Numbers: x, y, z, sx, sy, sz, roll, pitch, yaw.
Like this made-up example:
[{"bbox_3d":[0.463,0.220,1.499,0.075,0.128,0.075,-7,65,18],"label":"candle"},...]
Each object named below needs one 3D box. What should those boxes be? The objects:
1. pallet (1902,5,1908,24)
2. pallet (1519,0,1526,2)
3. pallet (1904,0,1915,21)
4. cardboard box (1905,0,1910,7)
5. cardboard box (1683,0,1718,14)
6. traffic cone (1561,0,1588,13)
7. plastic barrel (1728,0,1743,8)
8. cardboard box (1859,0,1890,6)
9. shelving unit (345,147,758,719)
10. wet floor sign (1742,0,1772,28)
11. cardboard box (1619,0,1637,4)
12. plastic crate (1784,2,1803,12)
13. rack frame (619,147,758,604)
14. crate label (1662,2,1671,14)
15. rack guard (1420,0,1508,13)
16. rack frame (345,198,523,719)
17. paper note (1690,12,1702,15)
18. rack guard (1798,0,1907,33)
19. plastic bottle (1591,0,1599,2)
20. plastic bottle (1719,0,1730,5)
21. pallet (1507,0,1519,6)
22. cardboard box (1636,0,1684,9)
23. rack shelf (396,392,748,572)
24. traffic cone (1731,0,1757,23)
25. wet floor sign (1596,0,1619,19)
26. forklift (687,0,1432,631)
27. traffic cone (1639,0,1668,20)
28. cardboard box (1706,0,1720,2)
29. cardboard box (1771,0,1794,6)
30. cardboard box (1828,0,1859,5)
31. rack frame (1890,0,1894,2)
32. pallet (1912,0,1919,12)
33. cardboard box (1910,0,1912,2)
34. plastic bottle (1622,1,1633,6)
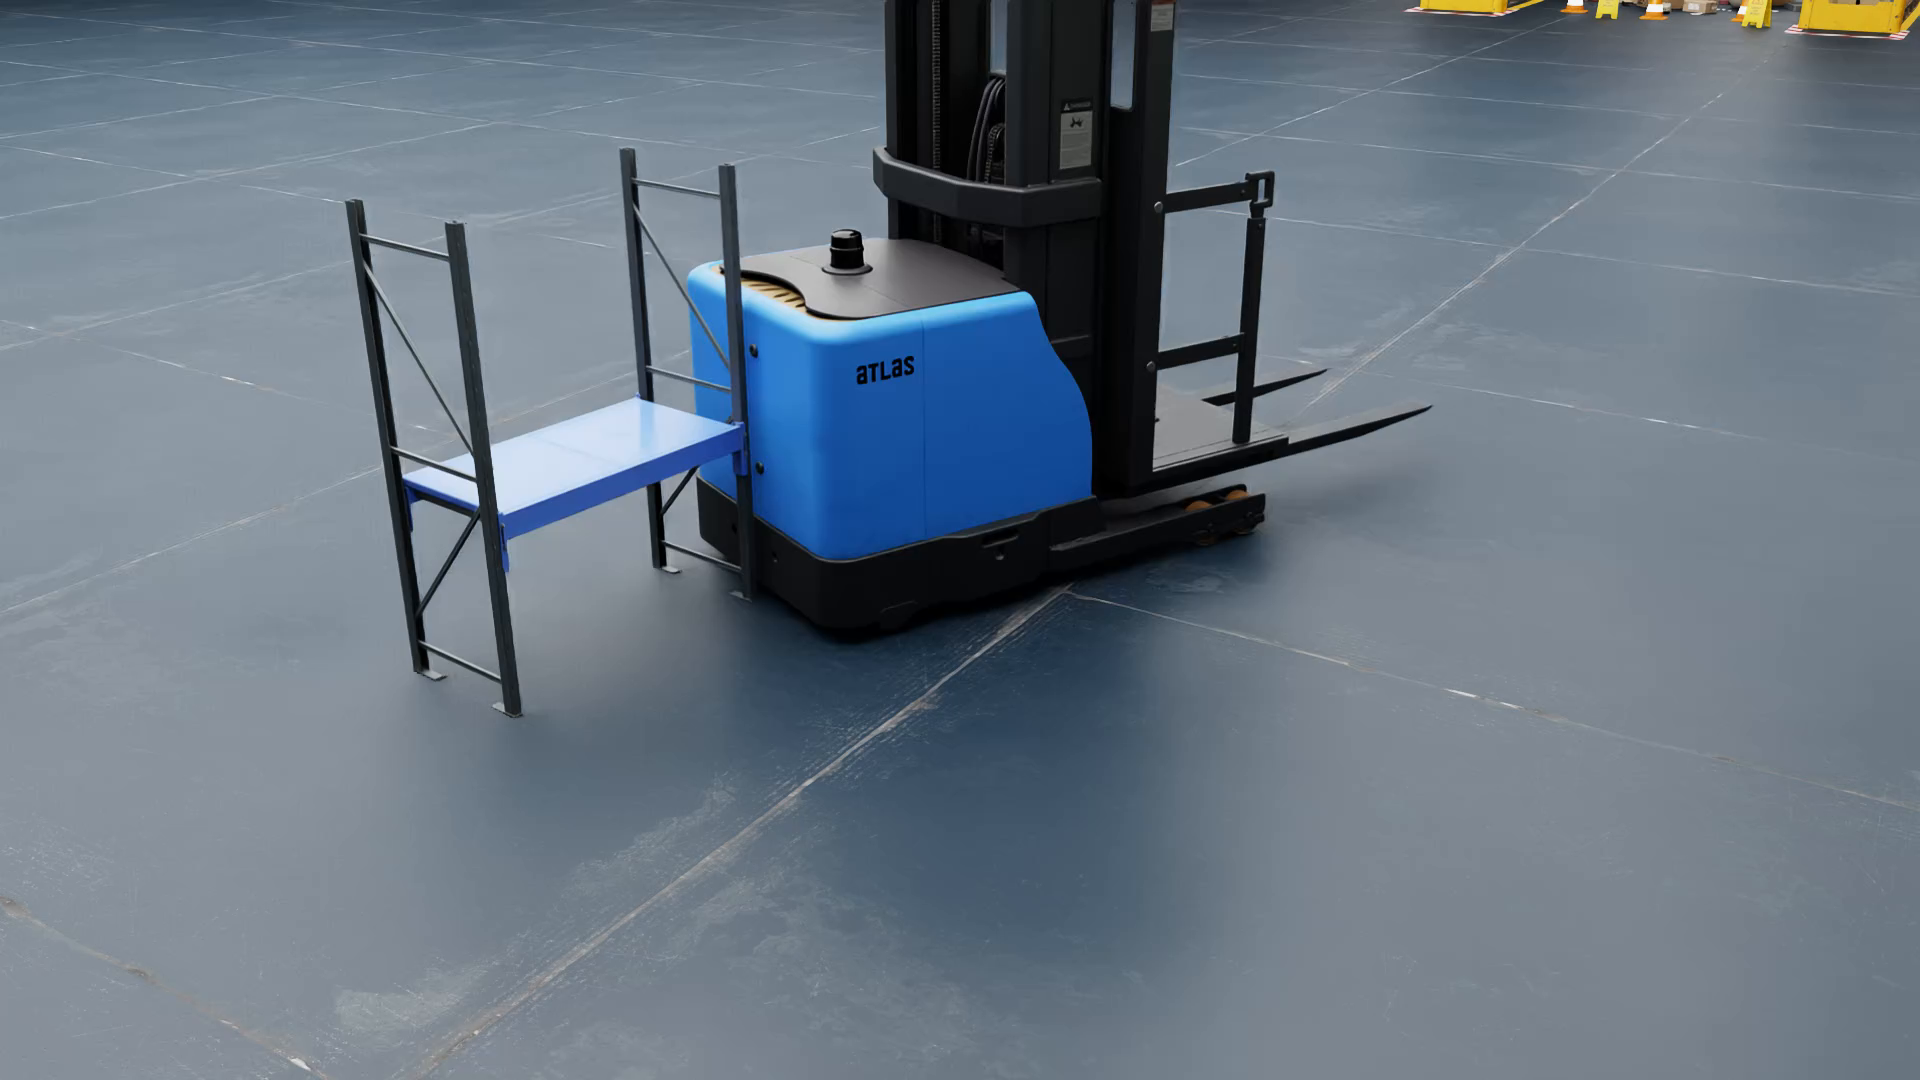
[{"bbox_3d":[11.949,-6.968,22.079,1.003,0.211,1.213,14,27,29],"label":"pallet"},{"bbox_3d":[8.191,-8.375,25.330,1.003,0.211,1.213,14,27,29],"label":"pallet"},{"bbox_3d":[12.593,-7.378,23.027,1.003,0.211,1.213,14,27,29],"label":"pallet"},{"bbox_3d":[12.386,-7.271,22.202,0.500,0.250,0.500,15,28,31],"label":"cardboard box"},{"bbox_3d":[10.425,-7.512,23.415,0.250,0.149,0.380,-12,26,-26],"label":"cardboard box"},{"bbox_3d":[8.678,-7.676,23.398,0.336,0.463,0.334,14,27,29],"label":"traffic cone"},{"bbox_3d":[11.254,-7.787,23.705,0.421,0.421,0.512,-7,24,-17],"label":"plastic barrel"},{"bbox_3d":[12.111,-7.100,21.808,0.500,0.250,0.500,14,27,29],"label":"cardboard box"},{"bbox_3d":[-1.218,-0.374,5.226,0.538,1.500,1.048,17,29,34],"label":"shelving unit"},{"bbox_3d":[10.441,-7.035,21.687,0.232,0.644,0.267,-17,29,-35],"label":"wet floor sign"},{"bbox_3d":[9.960,-8.087,24.597,0.396,0.266,0.258,20,30,38],"label":"cardboard box"},{"bbox_3d":[12.035,-7.607,23.721,0.402,0.080,0.583,5,24,11],"label":"plastic crate"},{"bbox_3d":[-0.906,-0.534,5.595,0.500,1.500,0.032,17,29,34],"label":"rack frame"},{"bbox_3d":[9.821,-7.453,23.293,0.250,0.136,0.298,1,23,2],"label":"crate label"},{"bbox_3d":[7.179,-7.803,23.645,1.175,0.500,0.348,14,27,29],"label":"rack guard"},{"bbox_3d":[-1.529,-0.214,4.858,0.500,1.500,0.032,17,29,34],"label":"rack frame"},{"bbox_3d":[10.258,-7.329,23.140,0.148,0.019,0.142,5,24,11],"label":"paper note"},{"bbox_3d":[11.490,-6.833,21.406,1.175,0.500,0.348,14,27,29],"label":"rack guard"},{"bbox_3d":[9.561,-8.054,24.777,0.283,0.061,0.133,5,24,11],"label":"plastic bottle"},{"bbox_3d":[11.286,-7.914,24.454,0.133,0.061,0.283,20,30,38],"label":"plastic bottle"},{"bbox_3d":[7.547,-7.965,24.382,1.003,0.211,1.213,14,27,29],"label":"pallet"},{"bbox_3d":[10.226,-7.933,23.941,0.797,0.503,0.637,-3,24,-7],"label":"cardboard box"},{"bbox_3d":[-1.218,-0.209,5.298,0.538,0.185,1.000,17,29,34],"label":"rack shelf"},{"bbox_3d":[10.581,-7.206,22.313,0.336,0.463,0.334,14,27,29],"label":"traffic cone"},{"bbox_3d":[8.859,-7.453,22.654,0.267,0.644,0.232,9,25,20],"label":"wet floor sign"},{"bbox_3d":[0.549,-1.481,5.982,3.031,2.935,1.130,-15,28,-31],"label":"forklift"},{"bbox_3d":[9.459,-7.324,22.586,0.336,0.463,0.334,14,27,29],"label":"traffic cone"},{"bbox_3d":[11.307,-8.225,24.915,0.258,0.266,0.396,-3,24,-7],"label":"cardboard box"},{"bbox_3d":[11.839,-8.082,24.288,0.500,0.500,0.500,-7,24,-17],"label":"cardboard box"},{"bbox_3d":[11.661,-7.223,22.092,0.500,0.250,0.500,14,27,29],"label":"cardboard box"},{"bbox_3d":[11.450,-7.955,20.850,1.000,3.000,0.127,14,27,29],"label":"rack frame"},{"bbox_3d":[13.236,-7.791,23.982,1.003,0.211,1.213,14,27,29],"label":"pallet"},{"bbox_3d":[12.664,-7.458,22.633,0.500,0.250,0.500,16,28,32],"label":"cardboard box"},{"bbox_3d":[9.741,-7.839,24.280,0.133,0.061,0.283,5,24,11],"label":"plastic bottle"}]
